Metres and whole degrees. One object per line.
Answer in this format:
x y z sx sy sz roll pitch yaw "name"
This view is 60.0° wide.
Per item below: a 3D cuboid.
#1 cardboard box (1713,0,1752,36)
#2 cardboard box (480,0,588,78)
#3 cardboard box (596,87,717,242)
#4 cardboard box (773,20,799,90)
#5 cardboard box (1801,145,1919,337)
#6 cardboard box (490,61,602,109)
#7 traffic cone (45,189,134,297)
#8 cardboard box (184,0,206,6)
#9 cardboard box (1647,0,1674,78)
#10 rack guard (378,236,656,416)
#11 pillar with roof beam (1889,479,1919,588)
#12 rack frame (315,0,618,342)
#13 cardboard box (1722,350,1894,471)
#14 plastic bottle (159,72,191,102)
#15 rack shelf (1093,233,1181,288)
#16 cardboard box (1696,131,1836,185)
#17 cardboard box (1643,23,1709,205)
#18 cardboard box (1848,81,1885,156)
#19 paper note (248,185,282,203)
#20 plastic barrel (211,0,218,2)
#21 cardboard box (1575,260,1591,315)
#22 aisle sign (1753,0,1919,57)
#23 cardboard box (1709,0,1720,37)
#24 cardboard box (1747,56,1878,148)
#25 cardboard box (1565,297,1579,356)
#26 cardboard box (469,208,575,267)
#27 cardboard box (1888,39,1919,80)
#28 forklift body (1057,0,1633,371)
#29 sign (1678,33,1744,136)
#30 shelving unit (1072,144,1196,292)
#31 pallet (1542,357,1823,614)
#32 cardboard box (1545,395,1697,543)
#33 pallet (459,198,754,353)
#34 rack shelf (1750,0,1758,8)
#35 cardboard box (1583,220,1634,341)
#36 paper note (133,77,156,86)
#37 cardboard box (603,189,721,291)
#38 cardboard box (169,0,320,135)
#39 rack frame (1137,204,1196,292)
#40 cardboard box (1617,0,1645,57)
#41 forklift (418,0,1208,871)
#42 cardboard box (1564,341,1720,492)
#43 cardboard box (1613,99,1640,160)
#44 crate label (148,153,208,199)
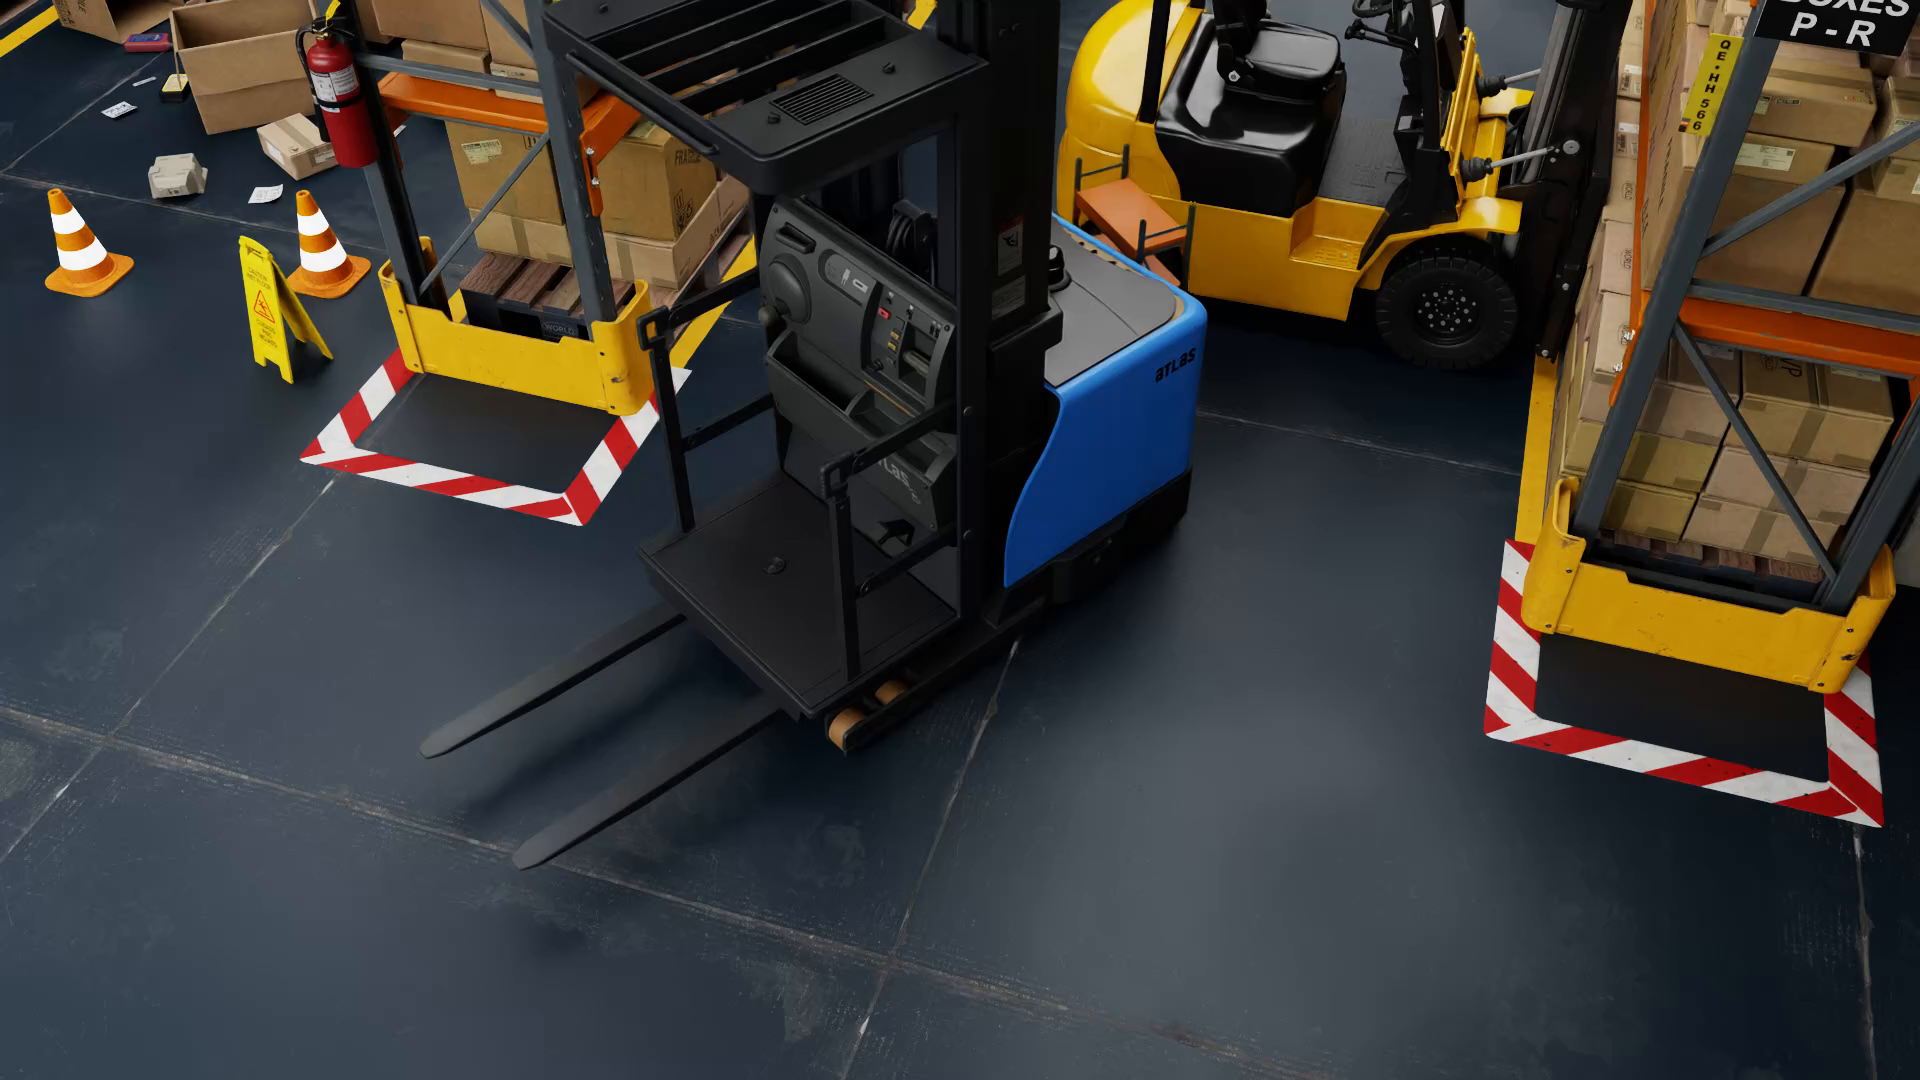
2.780 -1.752 5.648 0.380 0.149 0.250 13 46 13 "cardboard box"
-1.550 -2.192 6.561 0.500 0.500 0.500 12 46 12 "cardboard box"
-1.443 -1.723 7.496 0.500 0.500 0.500 11 45 11 "cardboard box"
-1.130 -2.405 8.193 0.500 0.500 0.500 13 46 13 "cardboard box"
3.188 -1.051 5.608 0.500 0.500 0.500 14 46 14 "cardboard box"
-1.658 -1.885 6.712 0.380 0.149 0.250 13 46 13 "cardboard box"
-4.218 -1.454 7.905 0.336 0.463 0.334 13 46 13 "traffic cone"
-4.260 -2.927 9.551 0.396 0.266 0.258 20 48 19 "cardboard box"
3.135 -2.186 6.768 0.500 0.500 0.500 13 46 13 "cardboard box"
-1.935 -0.950 7.363 1.175 0.500 0.348 13 46 13 "rack guard"
-0.259 -4.073 4.478 9.100 9.000 0.400 13 46 13 "pillar with roof beam"
-1.958 -1.793 6.437 1.000 3.000 0.127 13 46 13 "rack frame"
3.100 -0.549 6.117 0.500 0.250 0.500 12 46 12 "cardboard box"
-4.377 -2.552 9.314 0.133 0.061 0.283 -2 44 -2 "plastic bottle"
0.678 -1.074 6.766 0.258 0.148 0.480 -20 48 -19 "rack shelf"
2.612 -1.302 5.400 0.380 0.149 0.250 13 46 13 "cardboard box"
2.839 -1.507 6.074 0.500 0.500 0.500 14 46 14 "cardboard box"
3.138 -1.360 5.460 0.380 0.149 0.250 13 46 13 "cardboard box"
-3.569 -1.783 8.550 0.148 0.019 0.142 -2 44 -2 "paper note"
-4.376 -3.438 9.961 0.421 0.421 0.512 -24 49 -22 "plastic barrel"
2.922 -1.161 7.100 0.500 0.250 0.500 12 46 12 "cardboard box"
2.474 -1.691 4.475 0.394 0.787 0.004 13 46 13 "aisle sign"
2.884 -1.801 5.911 0.380 0.149 0.250 12 46 12 "cardboard box"
2.681 -1.401 5.289 0.380 0.149 0.250 13 46 13 "cardboard box"
2.935 -0.952 7.244 0.500 0.250 0.500 13 46 13 "cardboard box"
-1.962 -1.572 7.877 0.500 0.250 0.500 12 46 12 "cardboard box"
3.219 -1.460 5.350 0.380 0.149 0.250 14 46 14 "cardboard box"
1.609 -2.091 7.349 2.313 2.155 1.214 13 46 13 "forklift body"
2.261 -1.366 5.004 0.100 0.325 0.005 13 46 13 "sign"
0.678 -0.962 6.876 0.258 1.200 0.503 -20 48 -19 "shelving unit"
2.965 -0.266 6.870 1.003 0.211 1.213 13 46 13 "pallet"
2.615 -0.291 6.569 0.500 0.250 0.500 13 46 13 "cardboard box"
-1.655 -1.381 8.010 1.003 0.211 1.213 13 46 13 "pallet"
3.379 -2.892 5.930 1.077 0.370 4.000 13 46 13 "rack shelf"
2.765 -0.983 6.561 0.500 0.250 0.500 13 46 13 "cardboard box"
-4.605 -2.589 9.389 0.123 0.001 0.032 -33 53 -29 "paper note"
-1.450 -1.439 7.742 0.500 0.250 0.500 12 46 12 "cardboard box"
-3.839 -2.607 9.055 0.797 0.503 0.637 -16 47 -16 "cardboard box"
0.789 -0.810 6.720 0.240 1.200 0.015 -20 48 -19 "rack frame"
3.375 -2.340 7.947 0.500 0.250 0.500 13 46 13 "cardboard box"
-0.508 -0.704 5.373 3.031 2.935 1.130 -32 53 -28 "forklift"
2.623 -0.480 6.404 0.500 0.250 0.500 12 46 12 "cardboard box"
3.069 -1.658 7.250 0.500 0.250 0.500 12 46 12 "cardboard box"
-4.039 -1.875 8.568 0.250 0.136 0.298 -9 45 -9 "crate label"
